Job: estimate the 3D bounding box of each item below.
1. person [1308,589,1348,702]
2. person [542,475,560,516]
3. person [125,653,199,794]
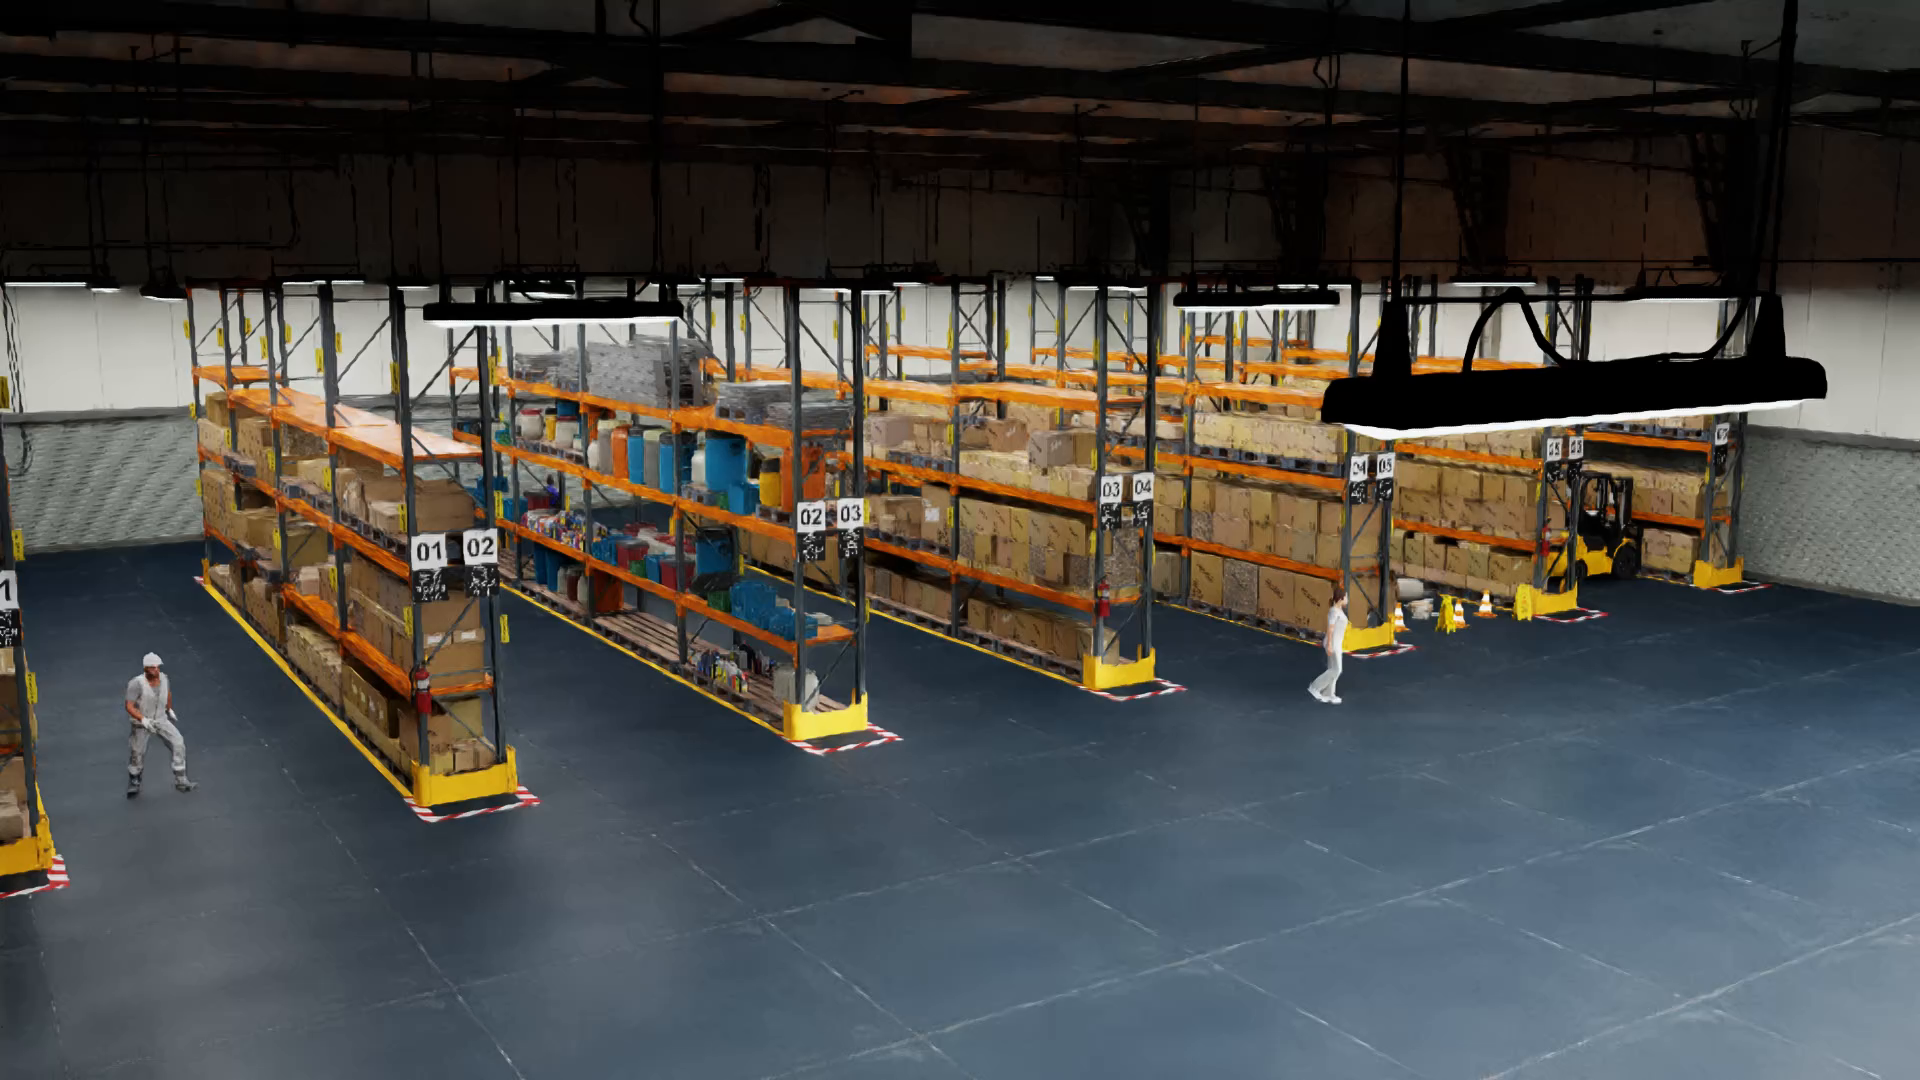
[{"bbox_3d":[5.317,1.521,23.993,0.517,1.664,0.509,4,10,20],"label":"person"},{"bbox_3d":[-8.950,-0.595,36.506,0.553,1.656,0.437,6,11,30],"label":"person"},{"bbox_3d":[-9.628,2.179,19.833,0.769,1.730,0.673,7,12,37],"label":"person"}]
